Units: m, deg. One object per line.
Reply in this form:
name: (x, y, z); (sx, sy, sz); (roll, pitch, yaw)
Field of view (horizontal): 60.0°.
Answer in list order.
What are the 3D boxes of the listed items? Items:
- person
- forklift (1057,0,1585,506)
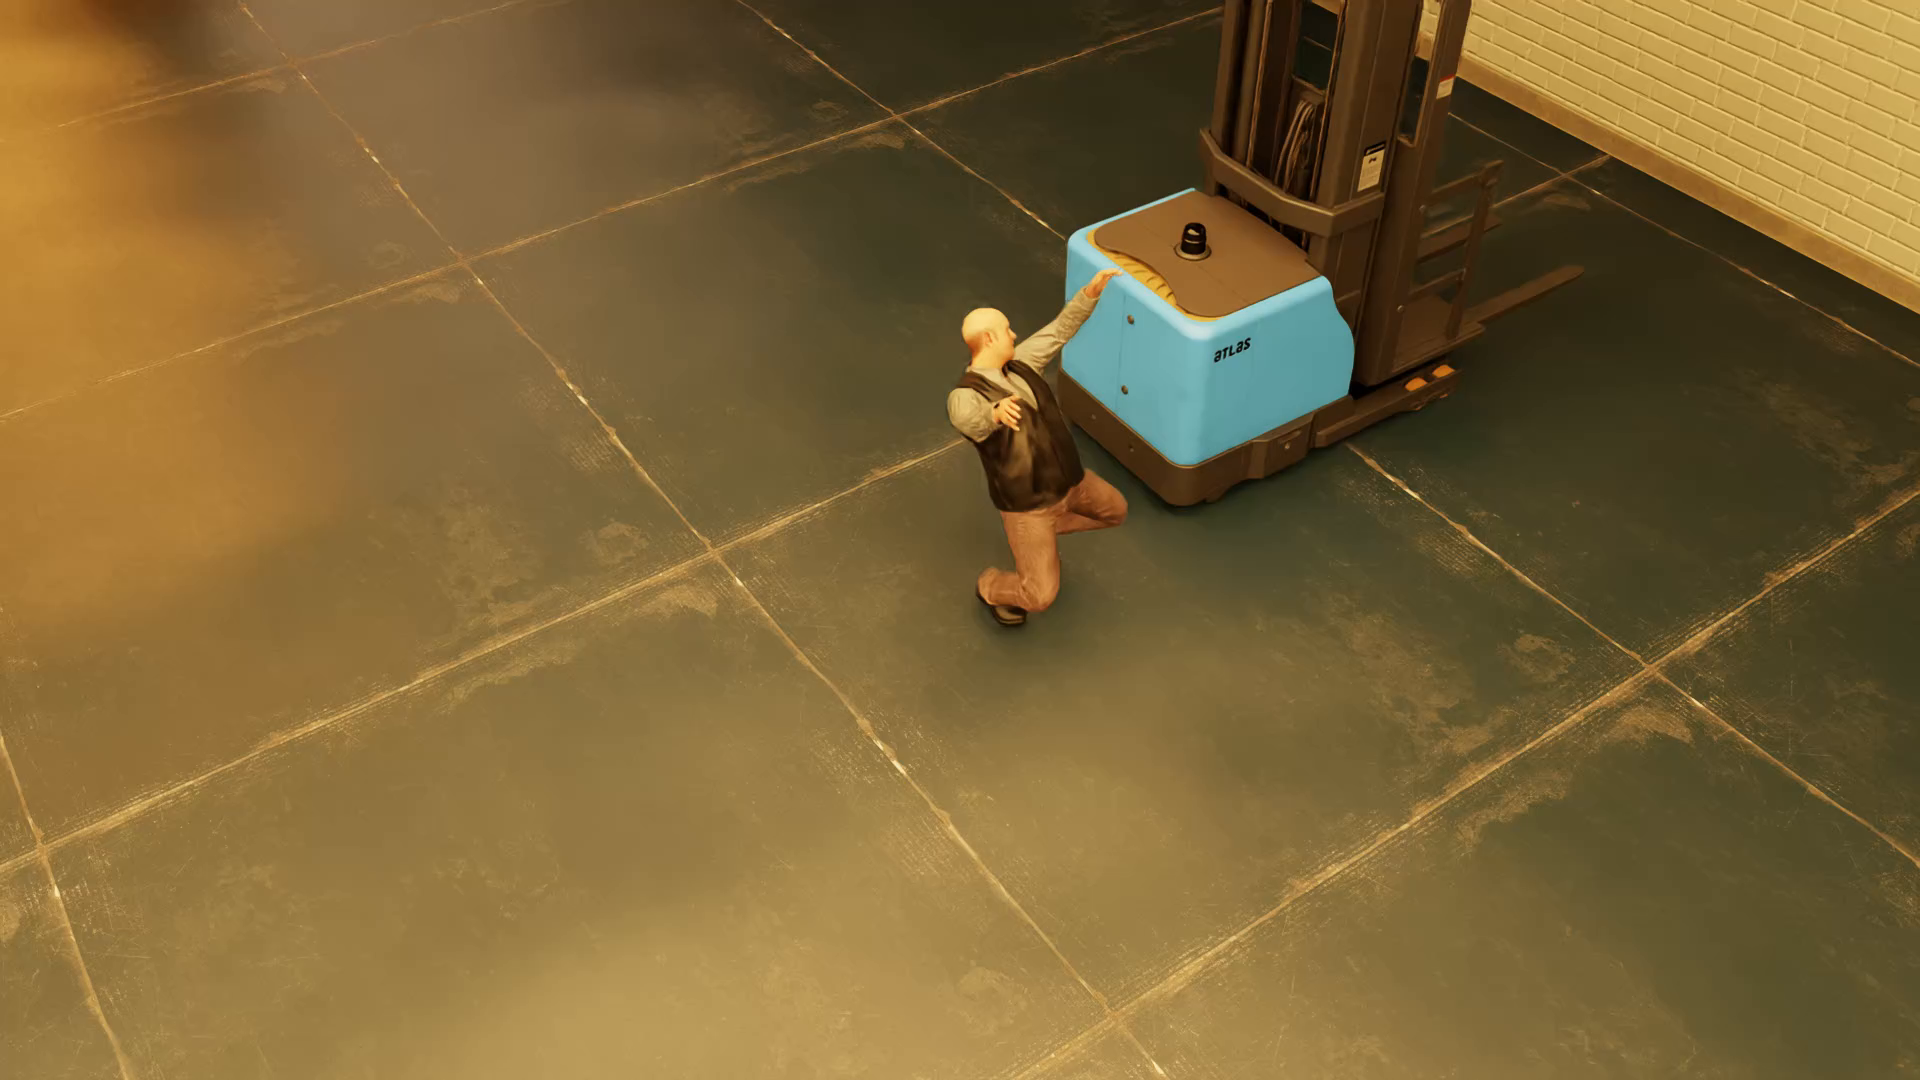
person: (0.249, -0.317, 7.032); (0.715, 1.612, 0.967); (24, 48, 24)
forklift: (2.006, -2.024, 7.912); (3.031, 2.935, 1.130); (-24, 48, -24)
